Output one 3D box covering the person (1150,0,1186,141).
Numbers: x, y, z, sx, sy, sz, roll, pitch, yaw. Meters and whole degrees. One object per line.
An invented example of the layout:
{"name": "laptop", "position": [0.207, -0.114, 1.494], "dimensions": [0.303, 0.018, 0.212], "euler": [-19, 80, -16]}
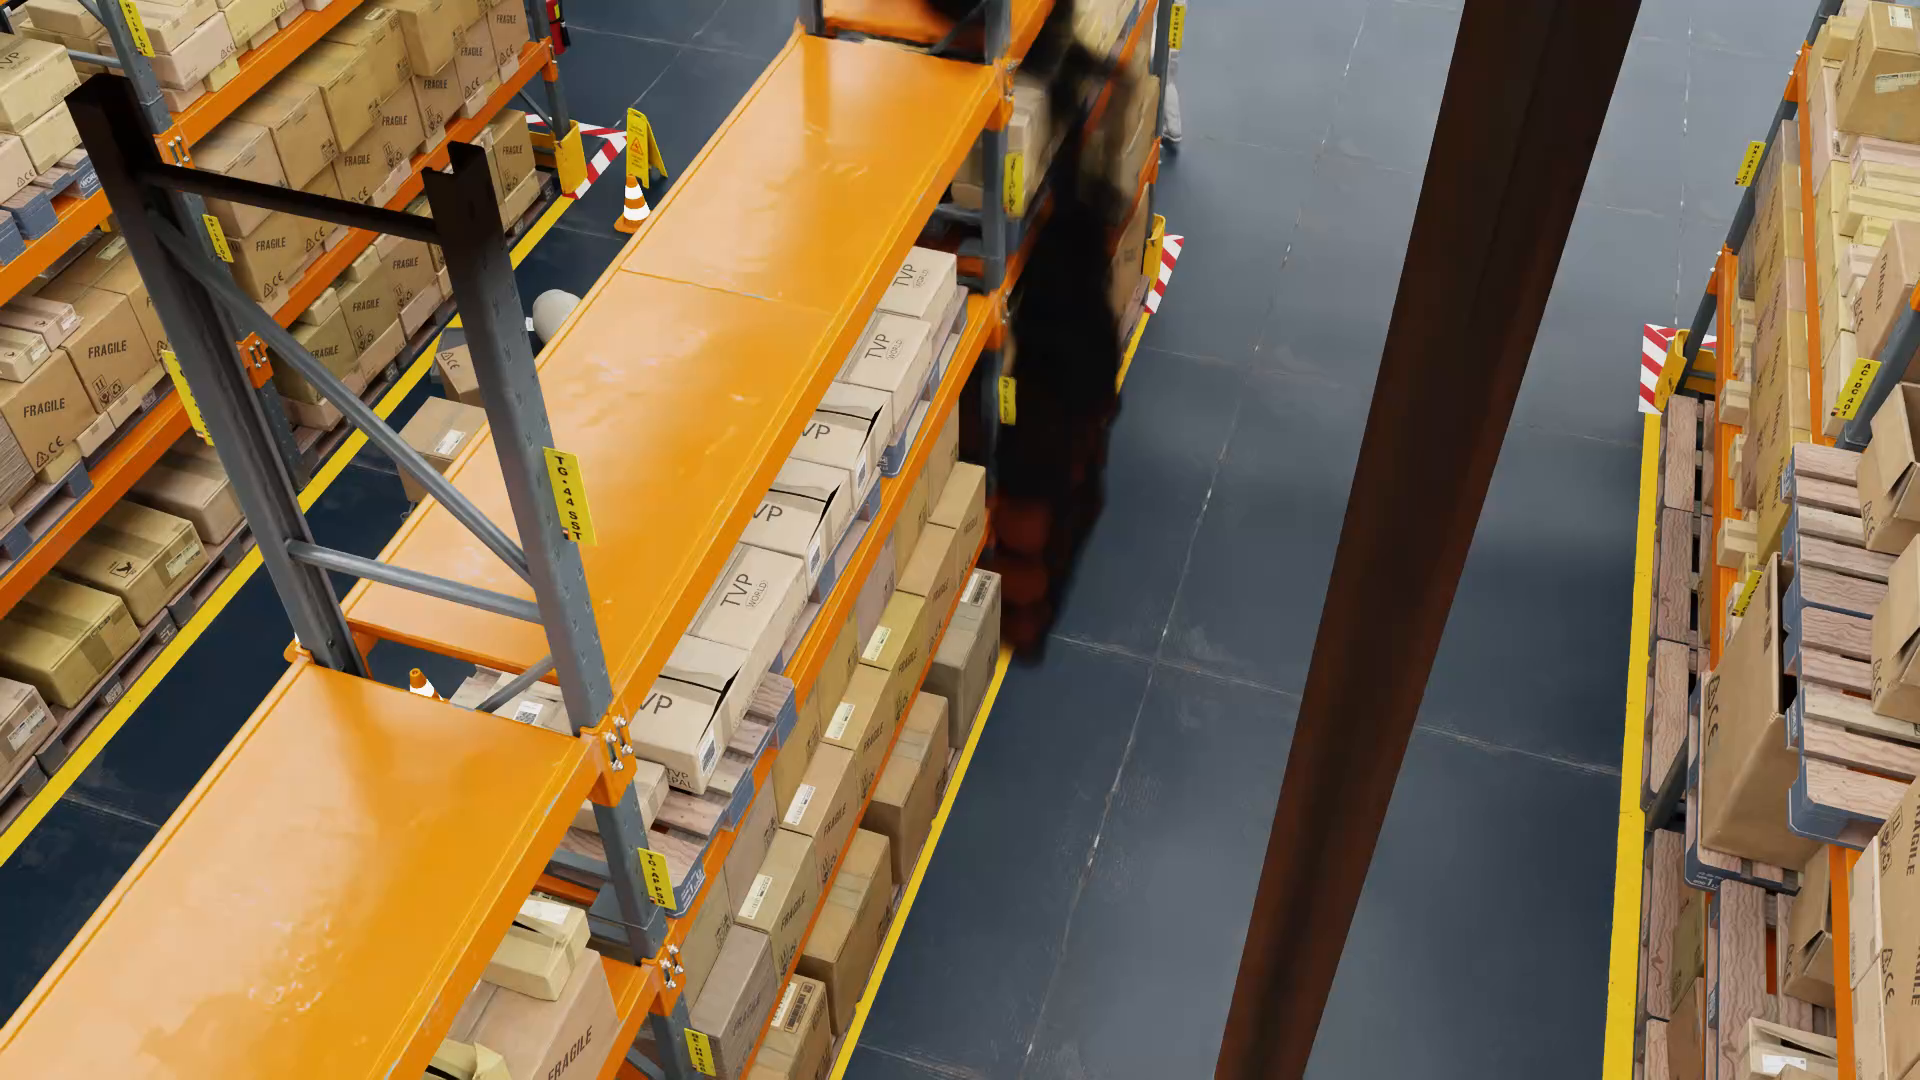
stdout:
{"name": "person", "position": [1.621, -4.206, 14.086], "dimensions": [0.618, 1.646, 0.828], "euler": [-14, 47, -14]}
